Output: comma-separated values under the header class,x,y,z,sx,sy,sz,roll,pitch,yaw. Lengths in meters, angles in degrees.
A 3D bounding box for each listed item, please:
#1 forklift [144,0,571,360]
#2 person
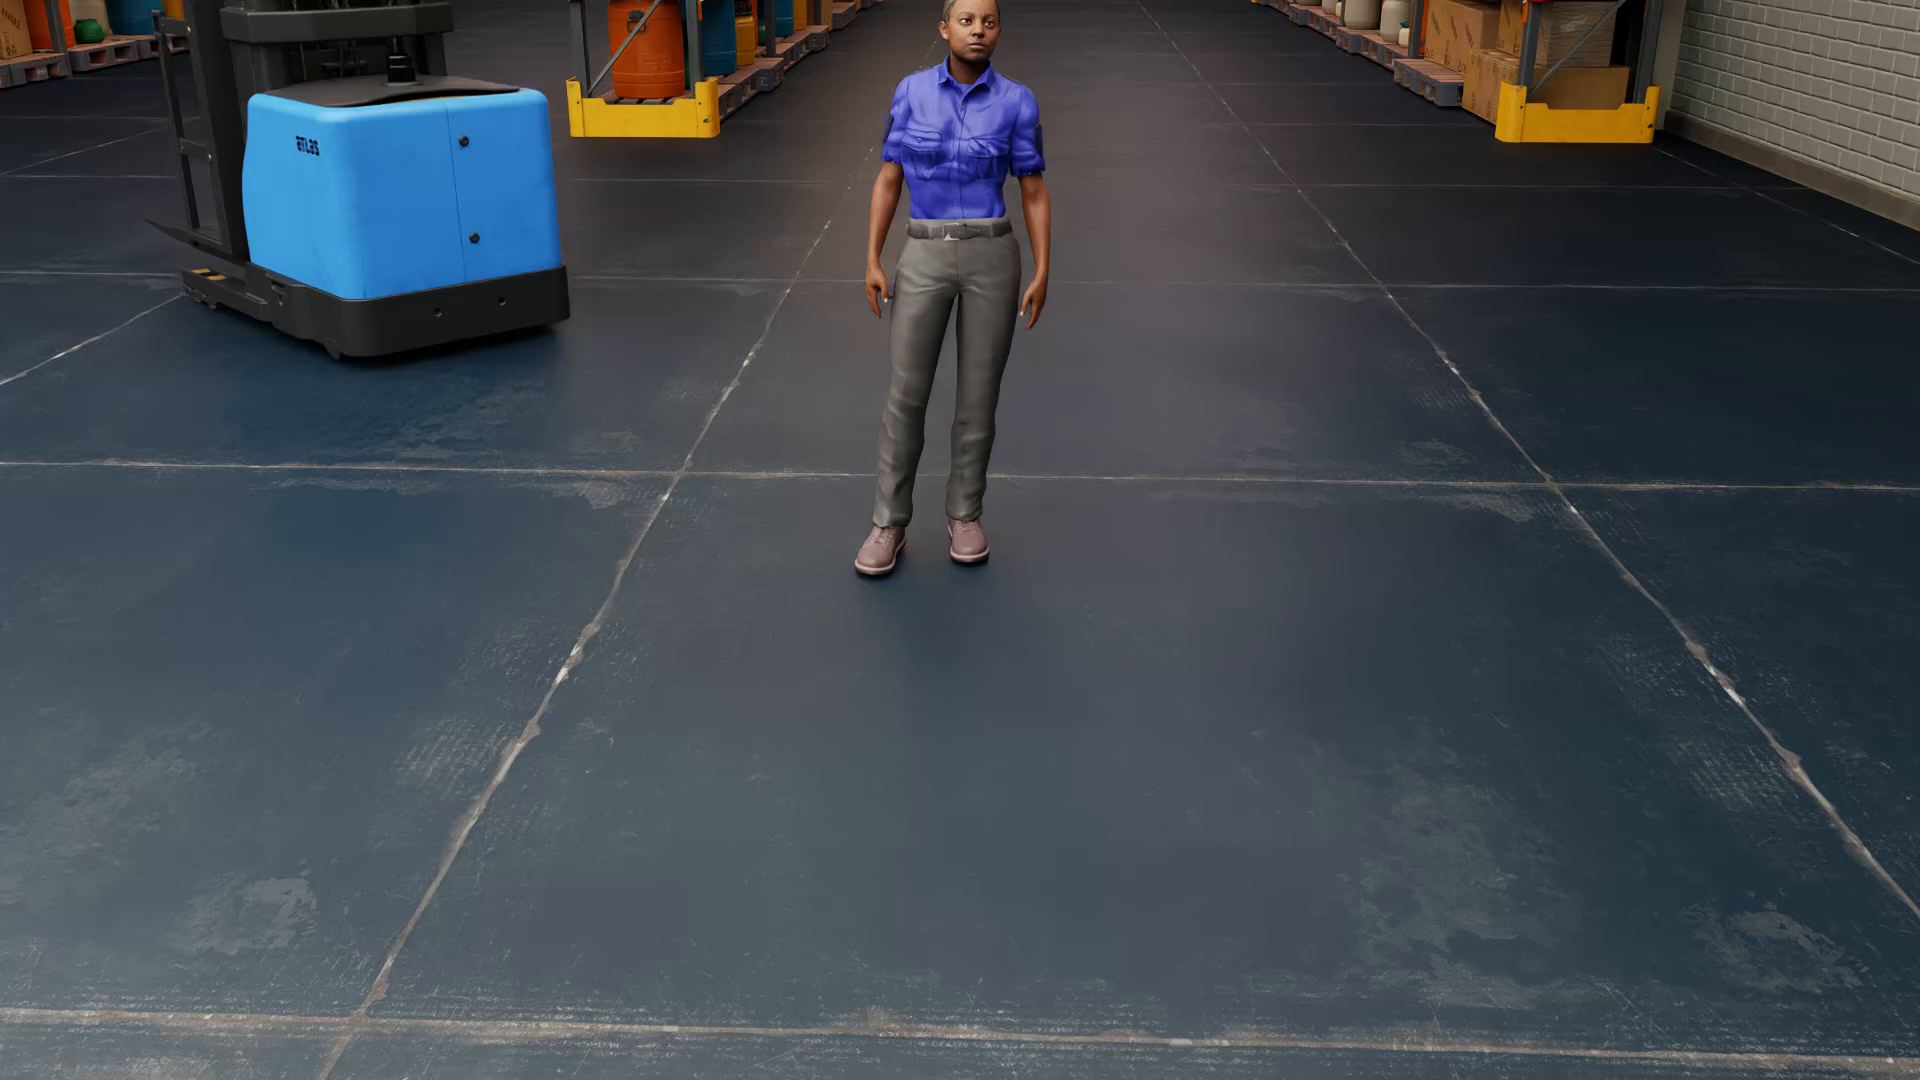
class,x,y,z,sx,sy,sz,roll,pitch,yaw
forklift,-3.144,-2.582,7.733,1.130,2.935,3.031,-19,29,-39
person,-0.023,-0.743,4.817,0.570,1.656,0.503,1,22,2
